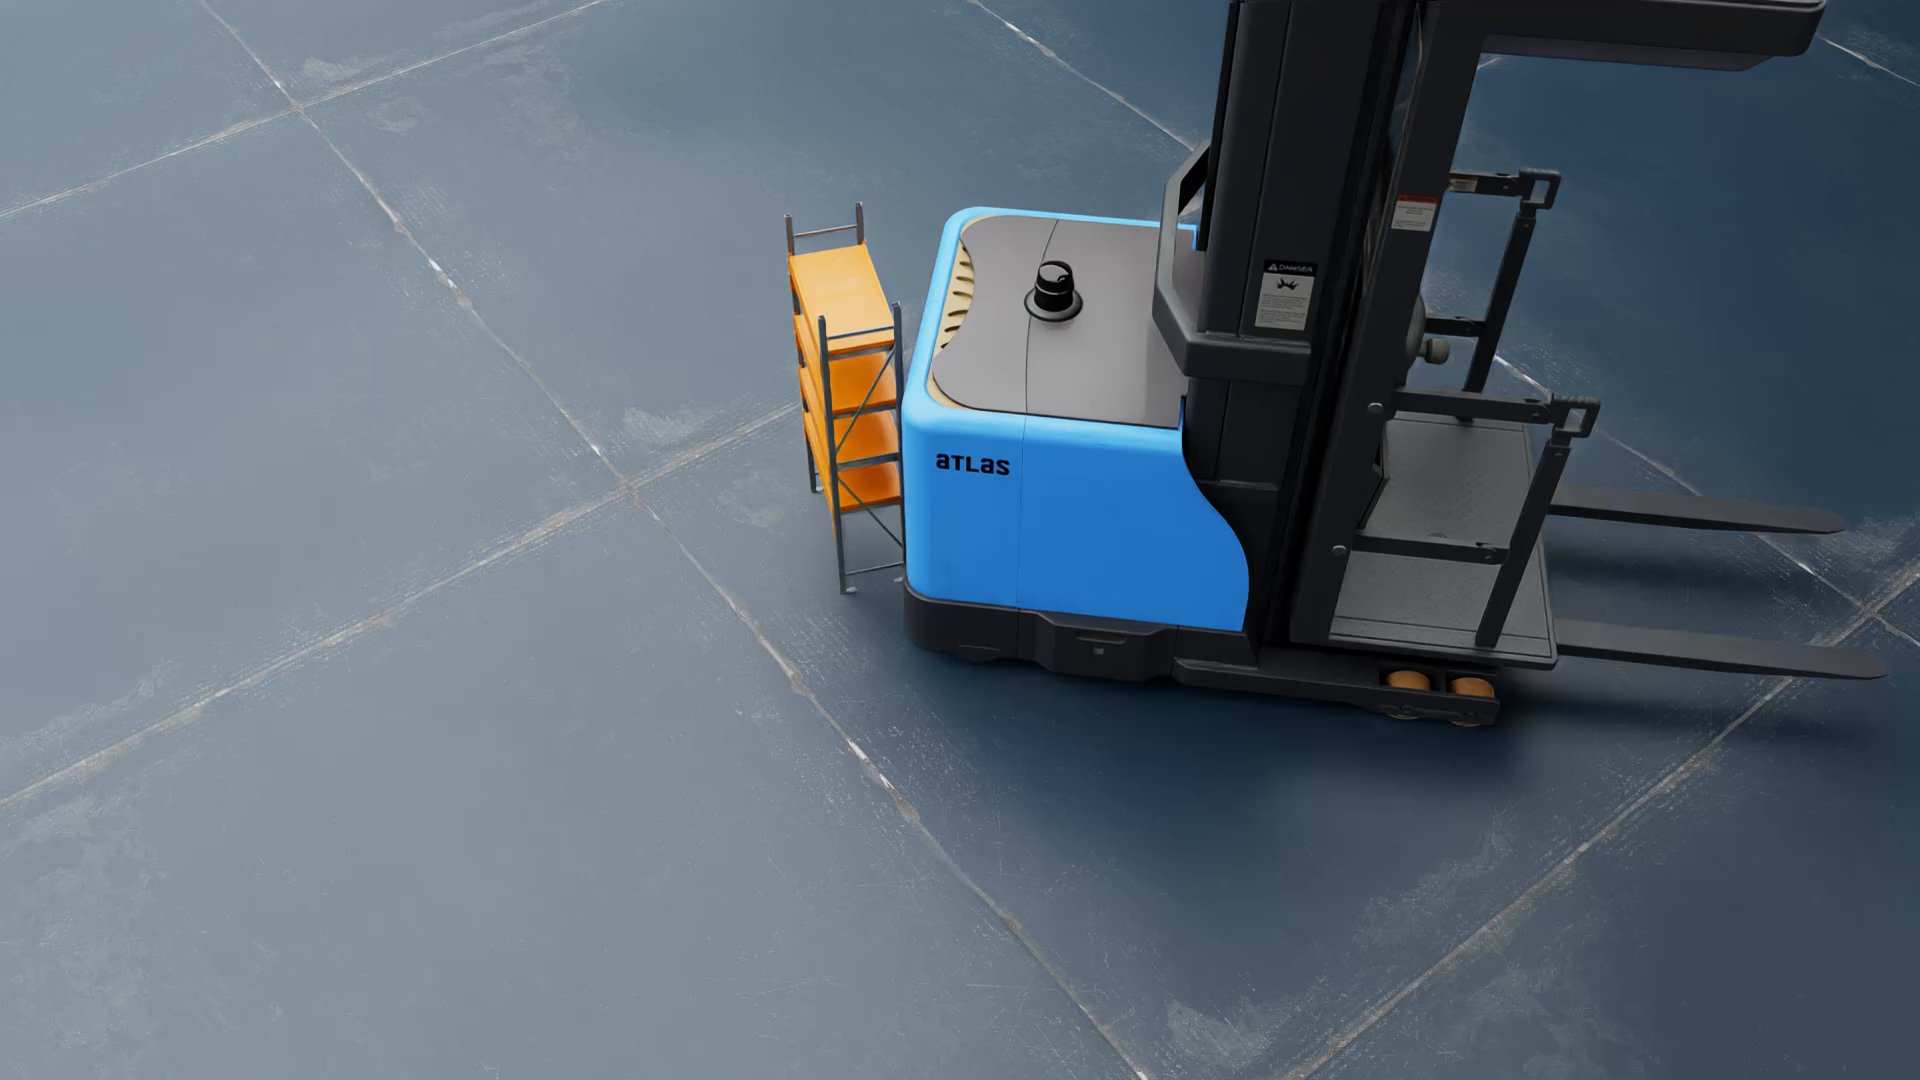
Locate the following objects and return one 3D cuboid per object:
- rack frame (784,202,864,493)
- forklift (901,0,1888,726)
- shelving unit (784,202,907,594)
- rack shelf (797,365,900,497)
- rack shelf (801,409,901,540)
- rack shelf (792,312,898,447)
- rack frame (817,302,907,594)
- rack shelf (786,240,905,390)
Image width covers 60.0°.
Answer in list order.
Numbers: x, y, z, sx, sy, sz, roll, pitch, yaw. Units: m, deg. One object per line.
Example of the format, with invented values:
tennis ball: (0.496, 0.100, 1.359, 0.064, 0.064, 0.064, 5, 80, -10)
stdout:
rack frame: (-0.414, -0.598, 5.482, 0.240, 1.200, 0.015, -11, 49, -10)
forklift: (1.380, -0.823, 4.518, 3.031, 2.935, 1.130, 6, 48, 5)
shelving unit: (-0.350, -0.424, 5.324, 0.258, 1.200, 0.503, -11, 49, -10)
rack shelf: (-0.350, -0.378, 5.374, 0.258, 0.148, 0.480, -11, 49, -10)
rack shelf: (-0.350, -0.245, 5.521, 0.258, 0.148, 0.480, -11, 49, -10)
rack shelf: (-0.350, -0.529, 5.208, 0.258, 0.148, 0.480, -11, 49, -10)
rack frame: (-0.286, -0.249, 5.166, 0.240, 1.200, 0.015, -11, 49, -10)
rack shelf: (-0.350, -0.688, 5.033, 0.258, 0.148, 0.480, -11, 49, -10)
